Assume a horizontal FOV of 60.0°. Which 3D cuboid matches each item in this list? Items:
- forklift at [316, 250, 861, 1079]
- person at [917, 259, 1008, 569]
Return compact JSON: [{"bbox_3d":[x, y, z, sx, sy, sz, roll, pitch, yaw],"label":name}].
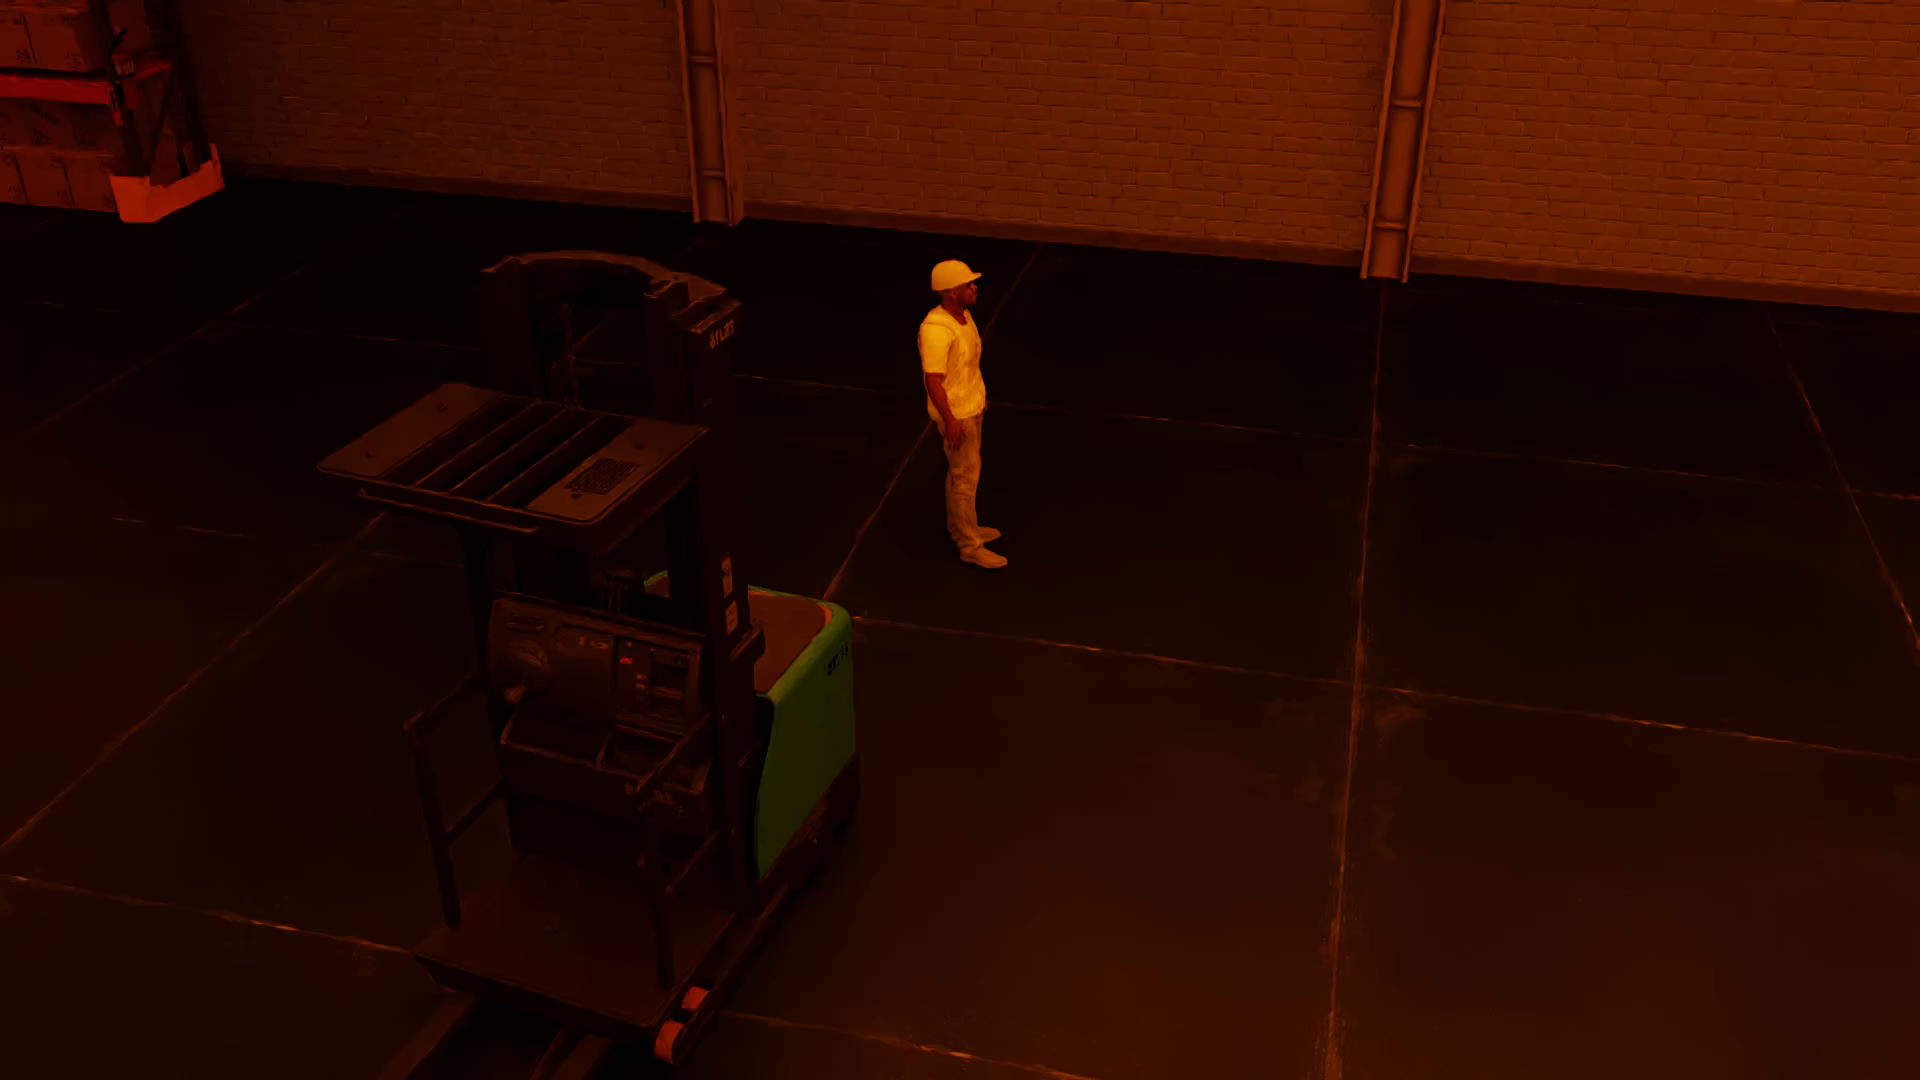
[{"bbox_3d":[-1.484,0.541,6.215,1.130,2.935,3.031,11,31,19],"label":"forklift"},{"bbox_3d":[0.066,-0.764,9.685,0.576,1.766,0.665,7,30,12],"label":"person"}]
